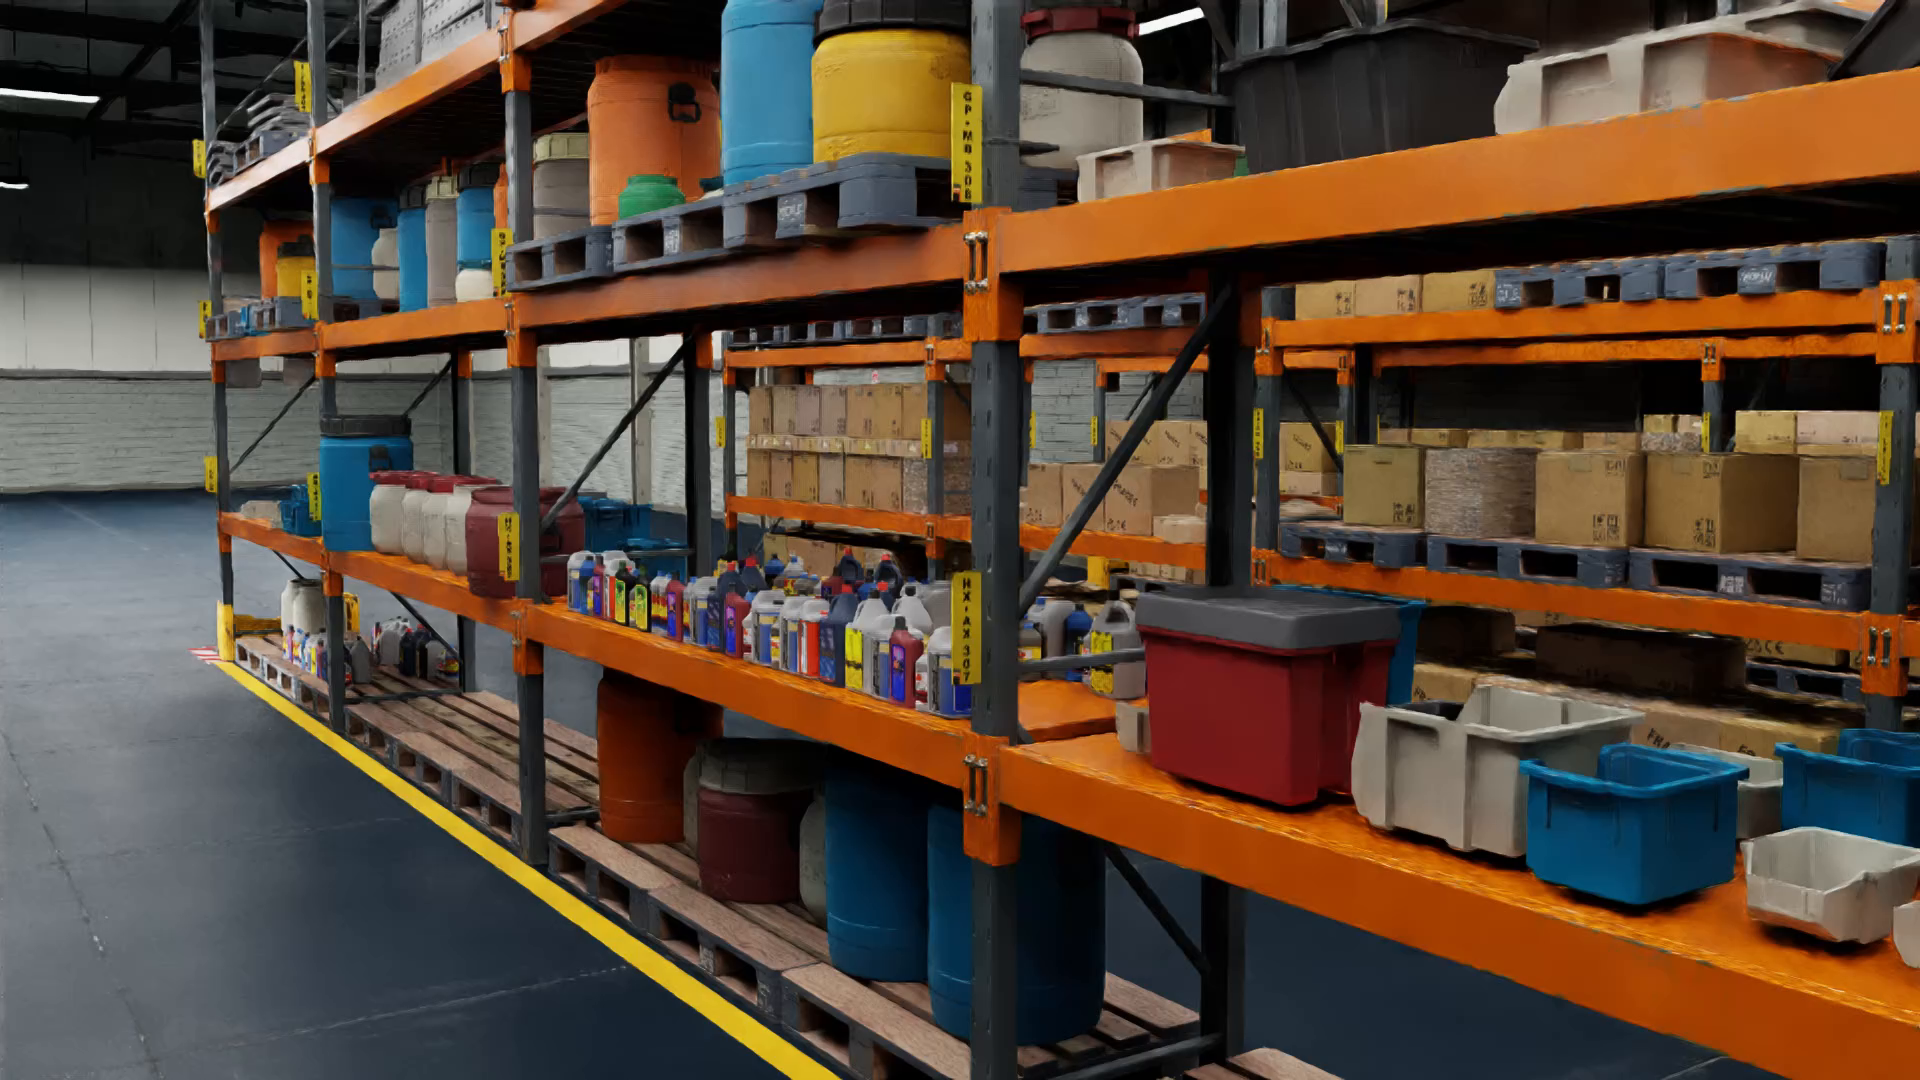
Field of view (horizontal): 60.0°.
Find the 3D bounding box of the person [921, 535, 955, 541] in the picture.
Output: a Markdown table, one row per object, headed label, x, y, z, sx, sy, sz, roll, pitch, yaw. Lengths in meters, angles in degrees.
| label | x | y | z | sx | sy | sz | roll | pitch | yaw |
| --- | --- | --- | --- | --- | --- | --- | --- | --- | --- |
| person | -0.299 | -0.076 | 18.499 | 1.082 | 1.601 | 0.563 | 4 | 6 | 40 |
